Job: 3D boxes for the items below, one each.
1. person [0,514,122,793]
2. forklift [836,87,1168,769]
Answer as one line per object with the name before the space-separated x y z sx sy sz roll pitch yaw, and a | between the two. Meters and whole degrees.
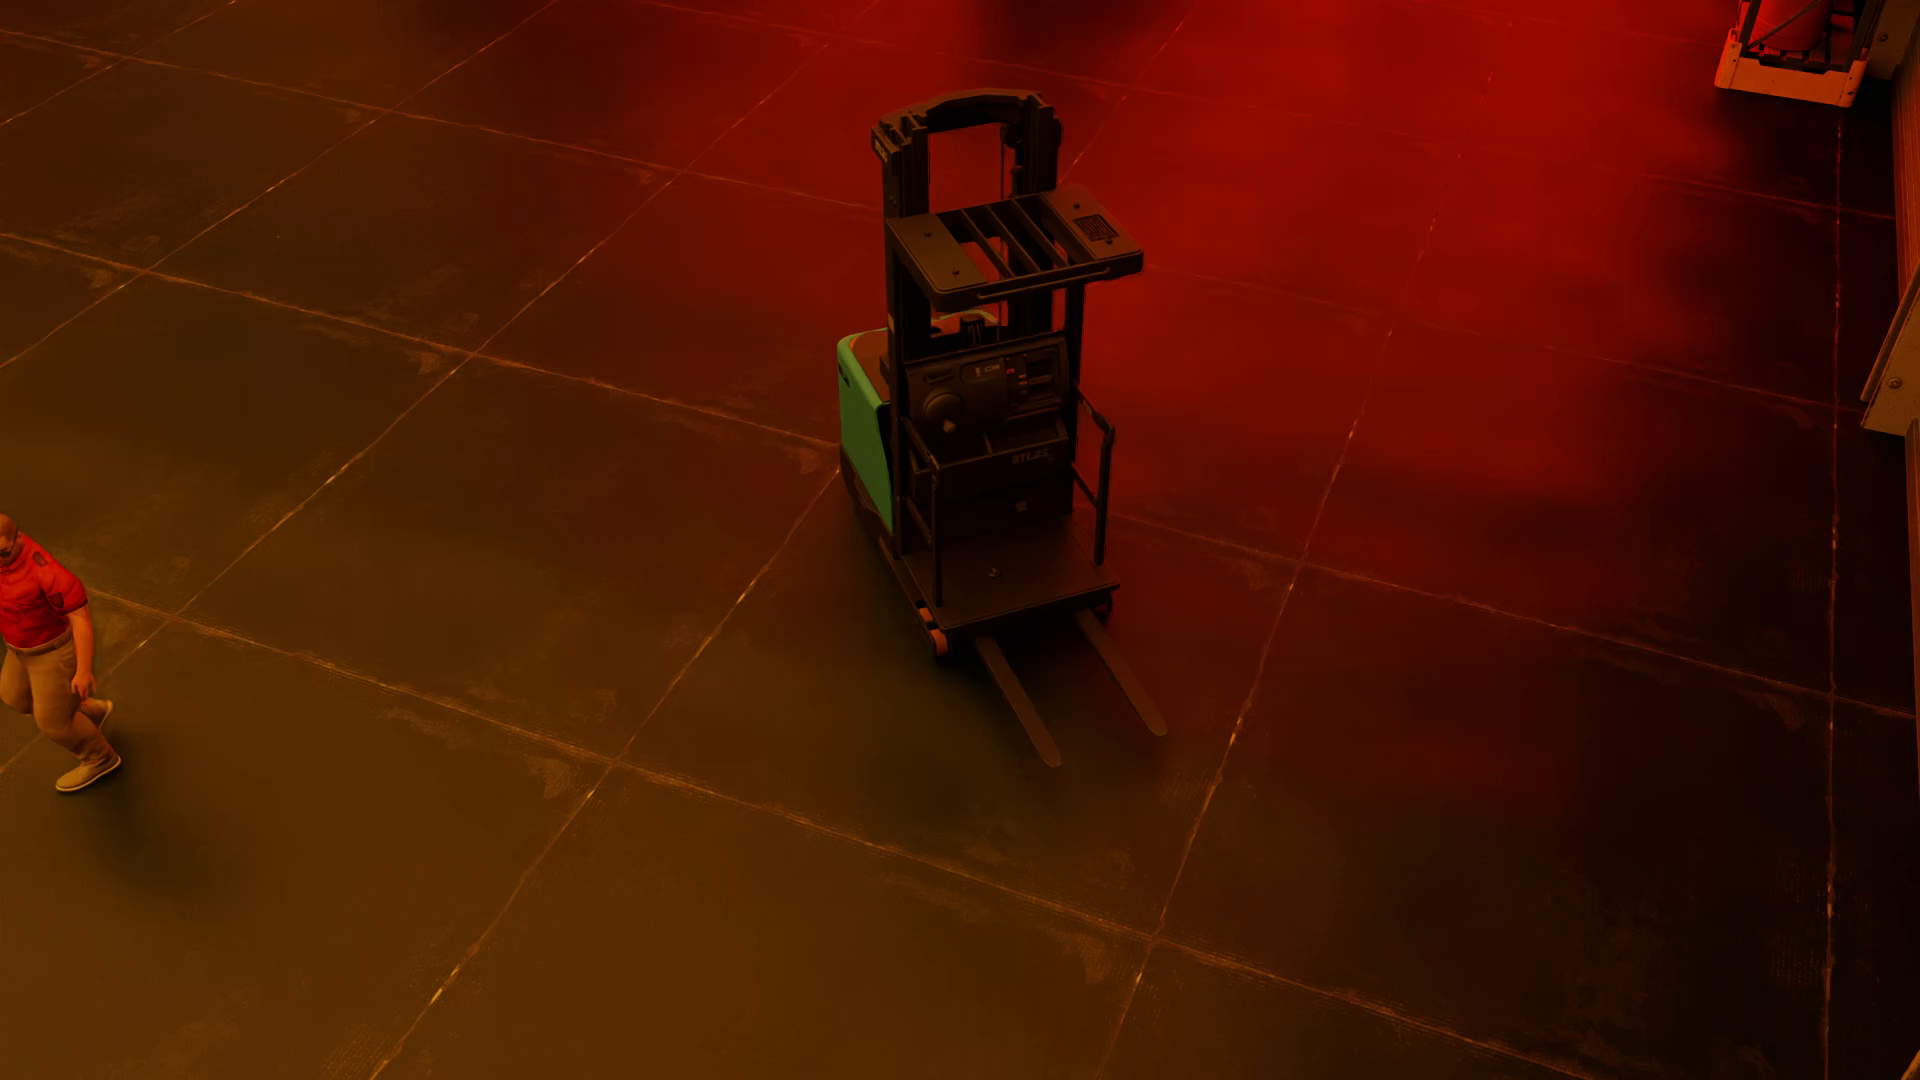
person | -4.554 0.581 8.295 0.781 1.712 0.488 32 49 32
forklift | 0.238 -0.763 8.917 1.130 2.935 3.031 -14 42 -16
